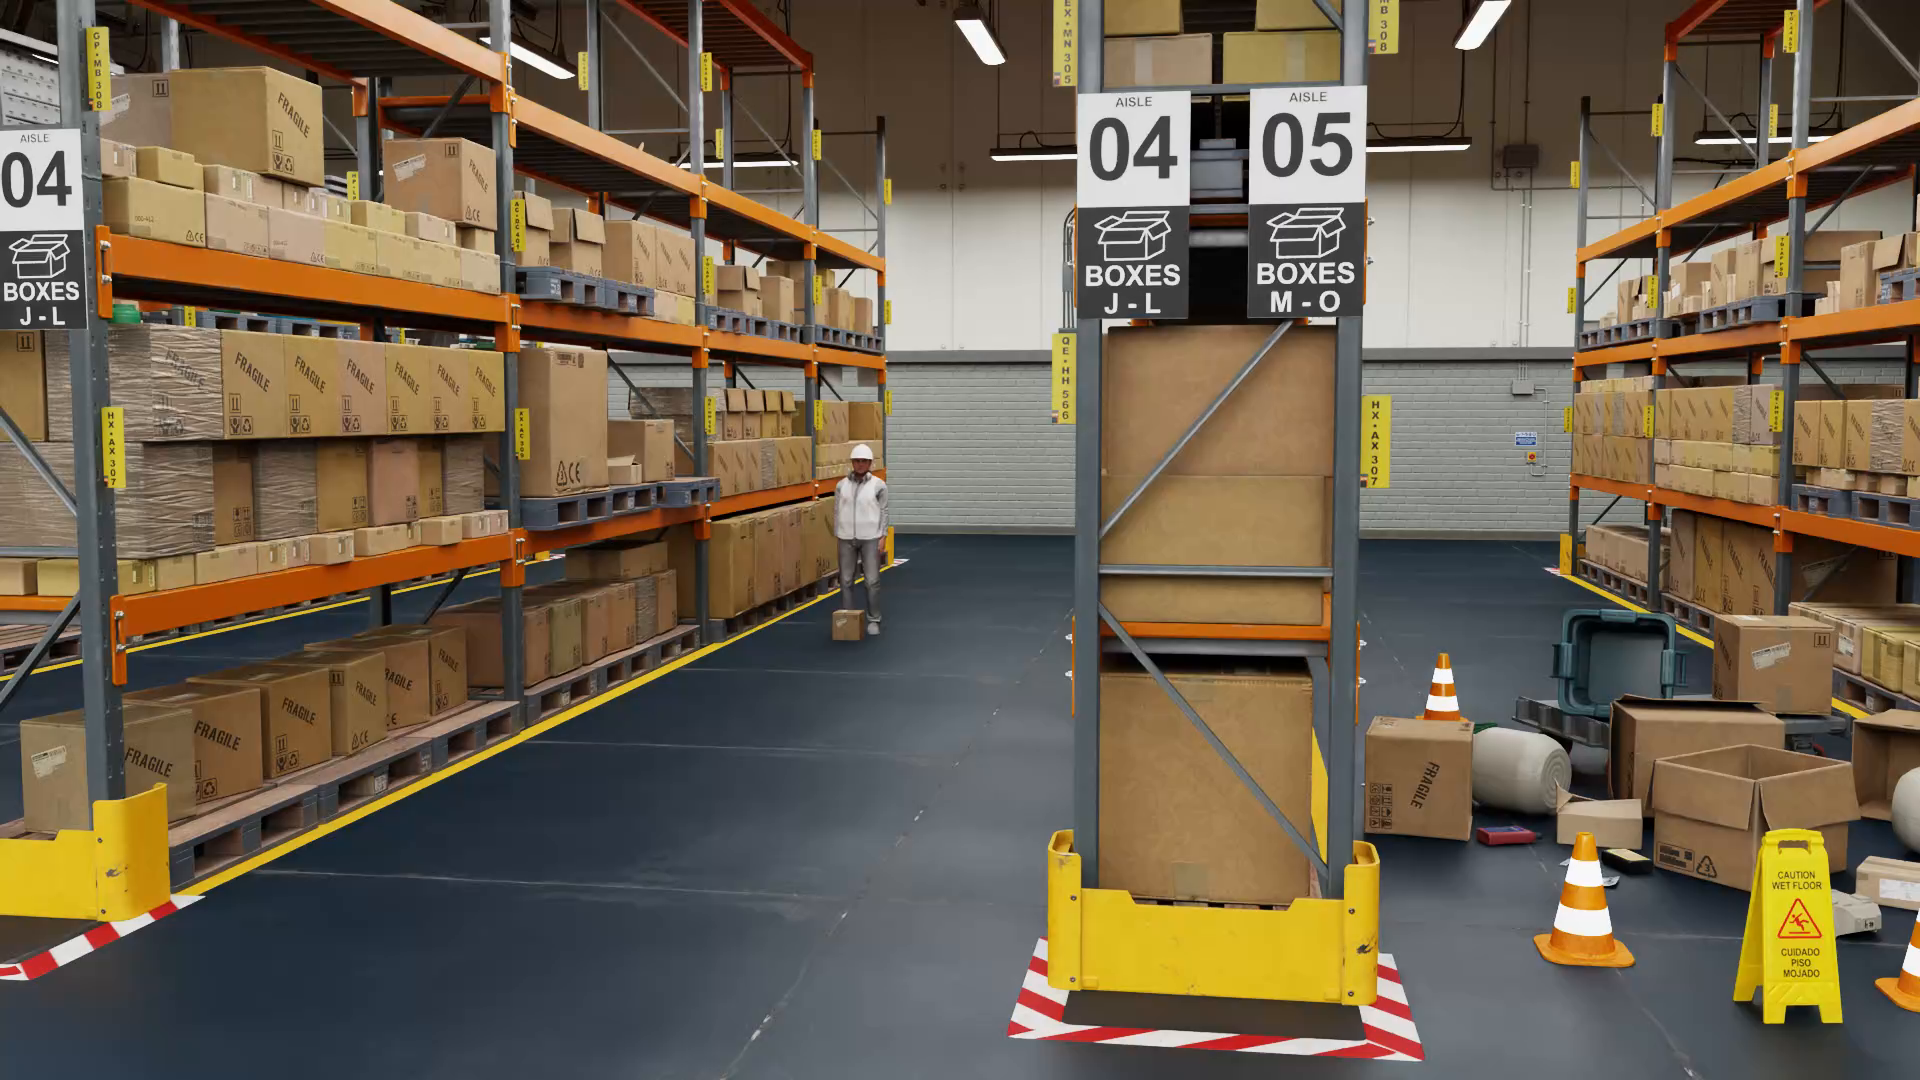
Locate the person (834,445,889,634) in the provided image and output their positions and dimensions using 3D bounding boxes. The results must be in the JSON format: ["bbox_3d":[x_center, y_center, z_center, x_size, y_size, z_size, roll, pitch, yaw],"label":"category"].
[{"bbox_3d":[-0.931,-0.008,15.649,0.532,1.777,0.358,1,4,10],"label":"person"}]
